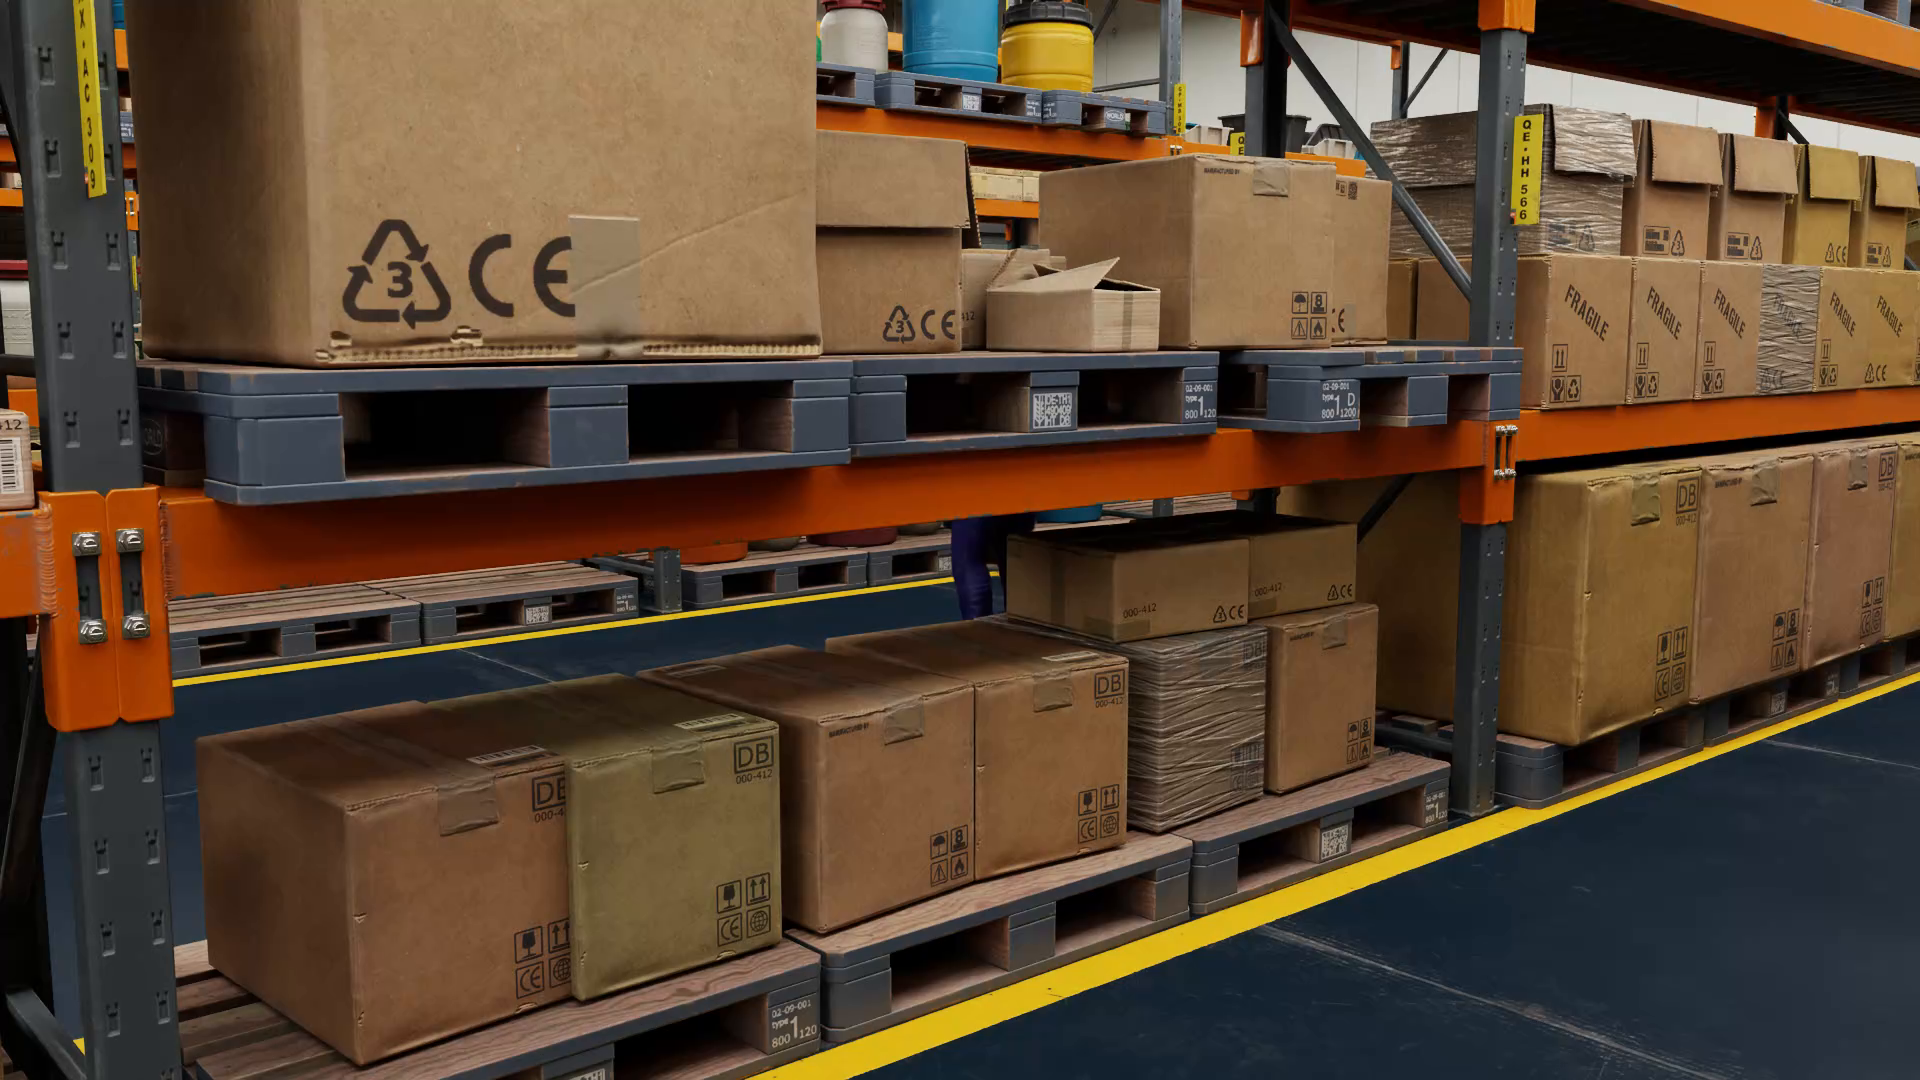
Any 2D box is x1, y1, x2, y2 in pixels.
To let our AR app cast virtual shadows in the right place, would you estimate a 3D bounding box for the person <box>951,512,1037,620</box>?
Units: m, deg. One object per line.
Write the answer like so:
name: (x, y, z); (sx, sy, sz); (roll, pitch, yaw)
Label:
person: (0.123, -0.264, 7.811); (0.487, 1.654, 0.476); (-7, 10, -41)
